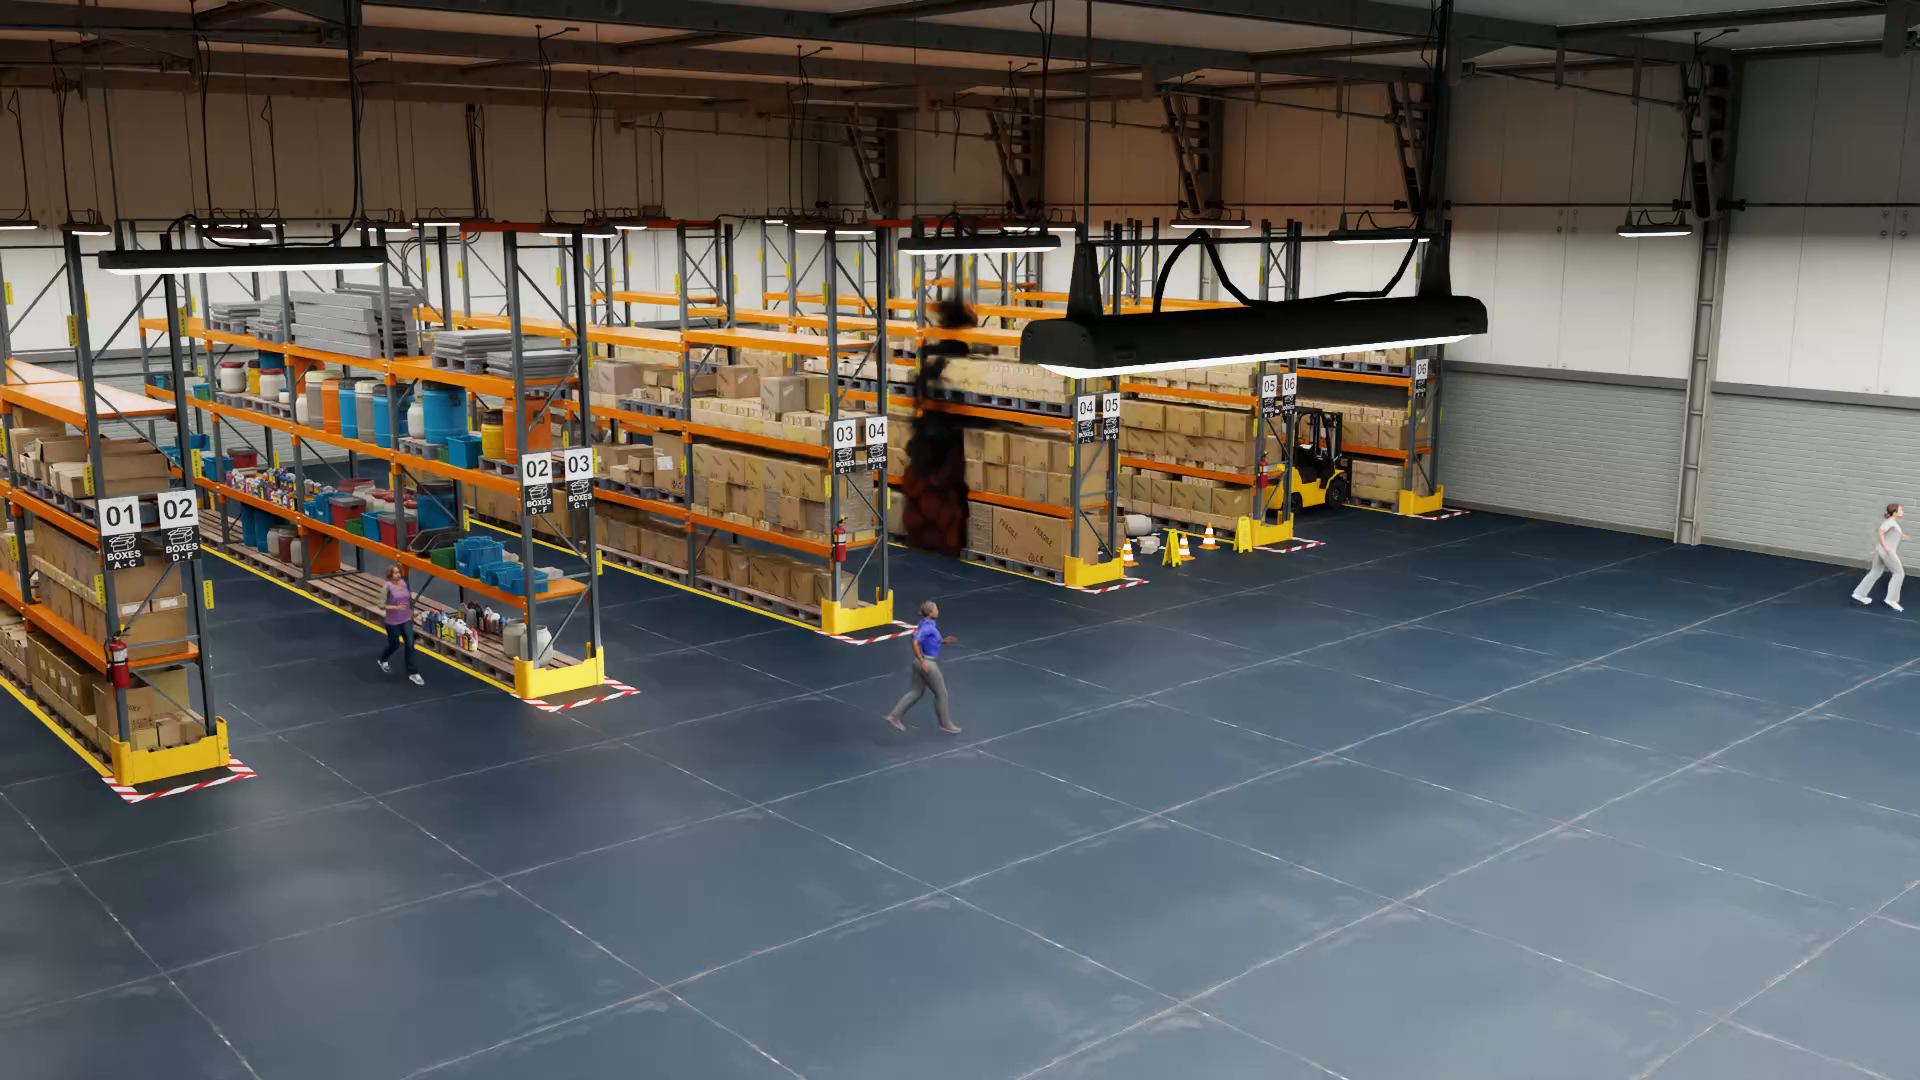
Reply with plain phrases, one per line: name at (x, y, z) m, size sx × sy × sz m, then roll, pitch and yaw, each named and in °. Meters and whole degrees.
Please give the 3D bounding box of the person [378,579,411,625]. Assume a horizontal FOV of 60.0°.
person at (-7.548, 0.820, 22.211) m, size 0.401 × 0.552 × 0.537 m, roll 9°, pitch 14°, yaw 37°

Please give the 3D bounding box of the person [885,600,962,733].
person at (-0.421, 1.537, 19.948) m, size 0.915 × 1.661 × 0.567 m, roll -3°, pitch 12°, yaw -16°

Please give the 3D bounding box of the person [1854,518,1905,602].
person at (14.638, 0.291, 26.431) m, size 0.671 × 1.321 × 0.523 m, roll 3°, pitch 12°, yaw 14°

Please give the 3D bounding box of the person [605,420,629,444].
person at (-7.463, -1.825, 36.566) m, size 0.644 × 1.692 × 0.512 m, roll -10°, pitch 15°, yaw -41°
